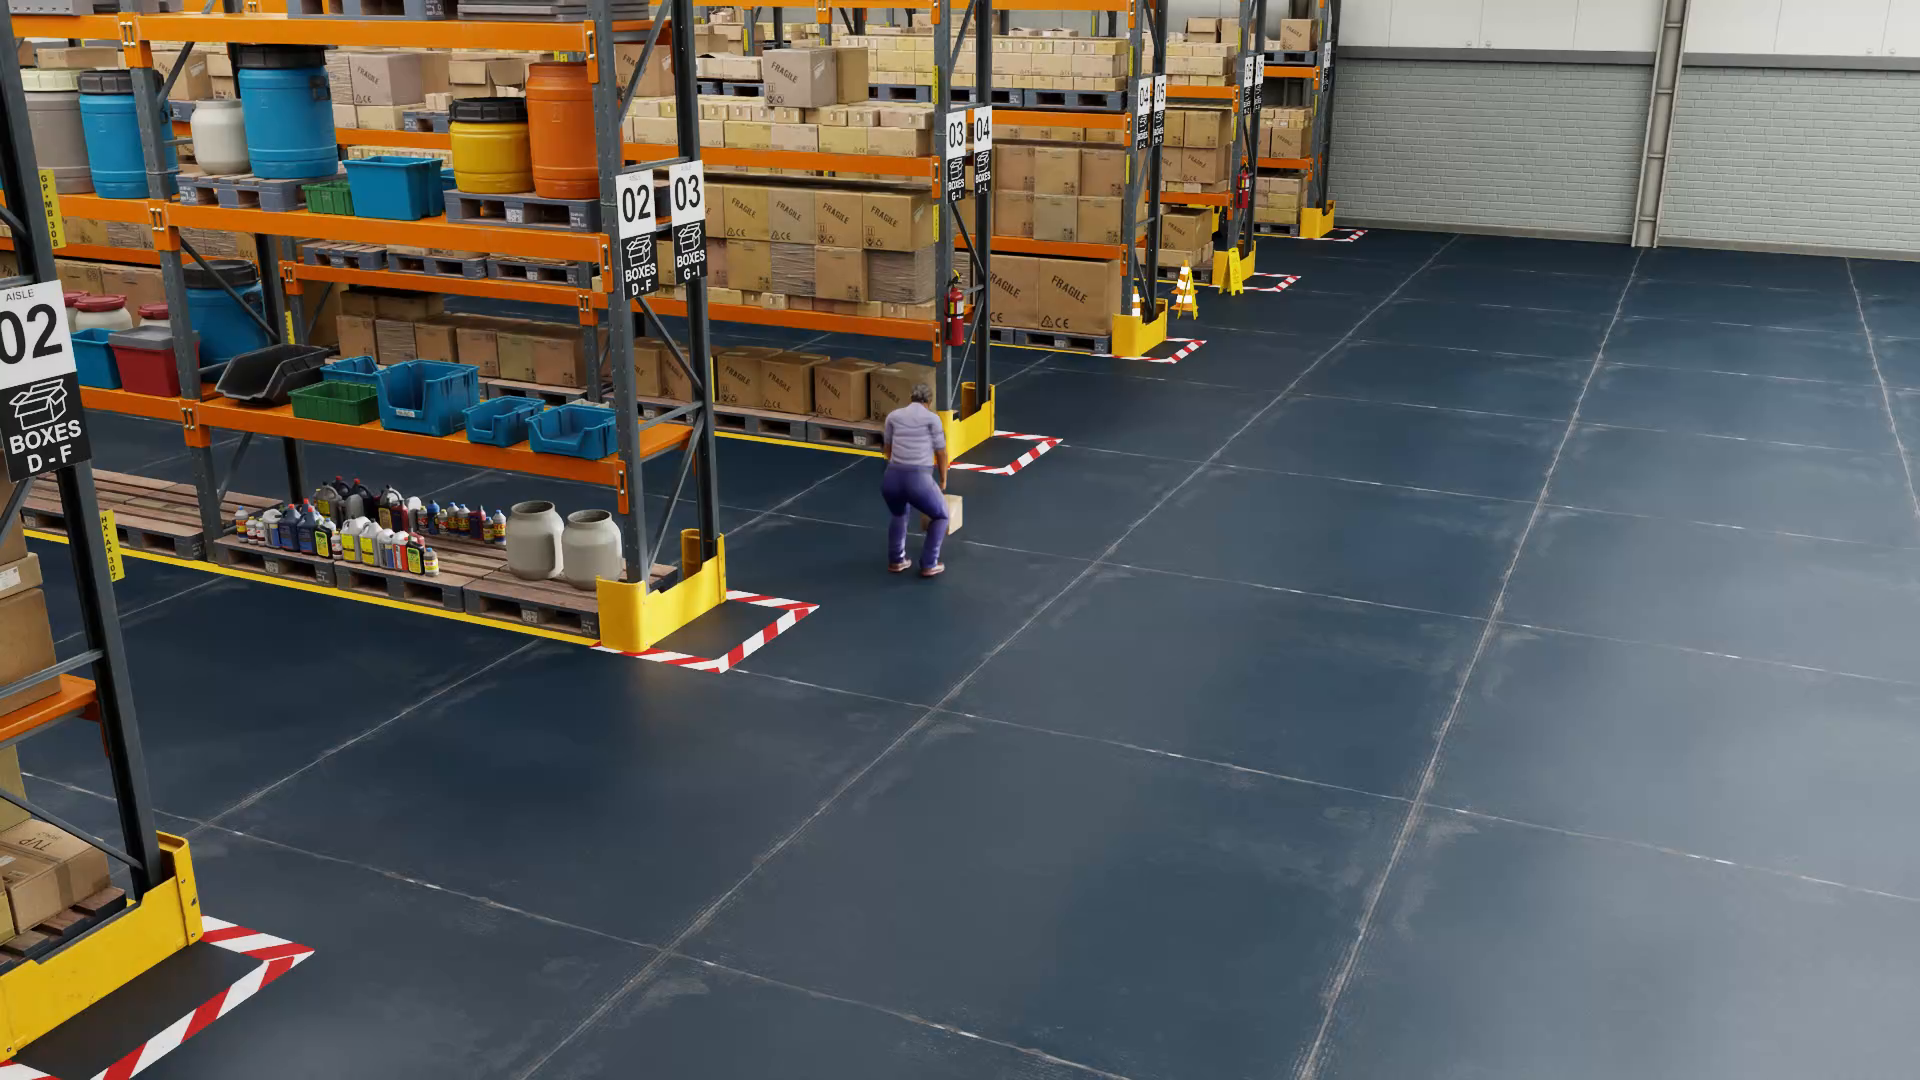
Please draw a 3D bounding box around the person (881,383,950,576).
[{"bbox_3d":[-0.370,-0.447,12.701,0.530,1.446,0.593,9,21,23],"label":"person"}]
